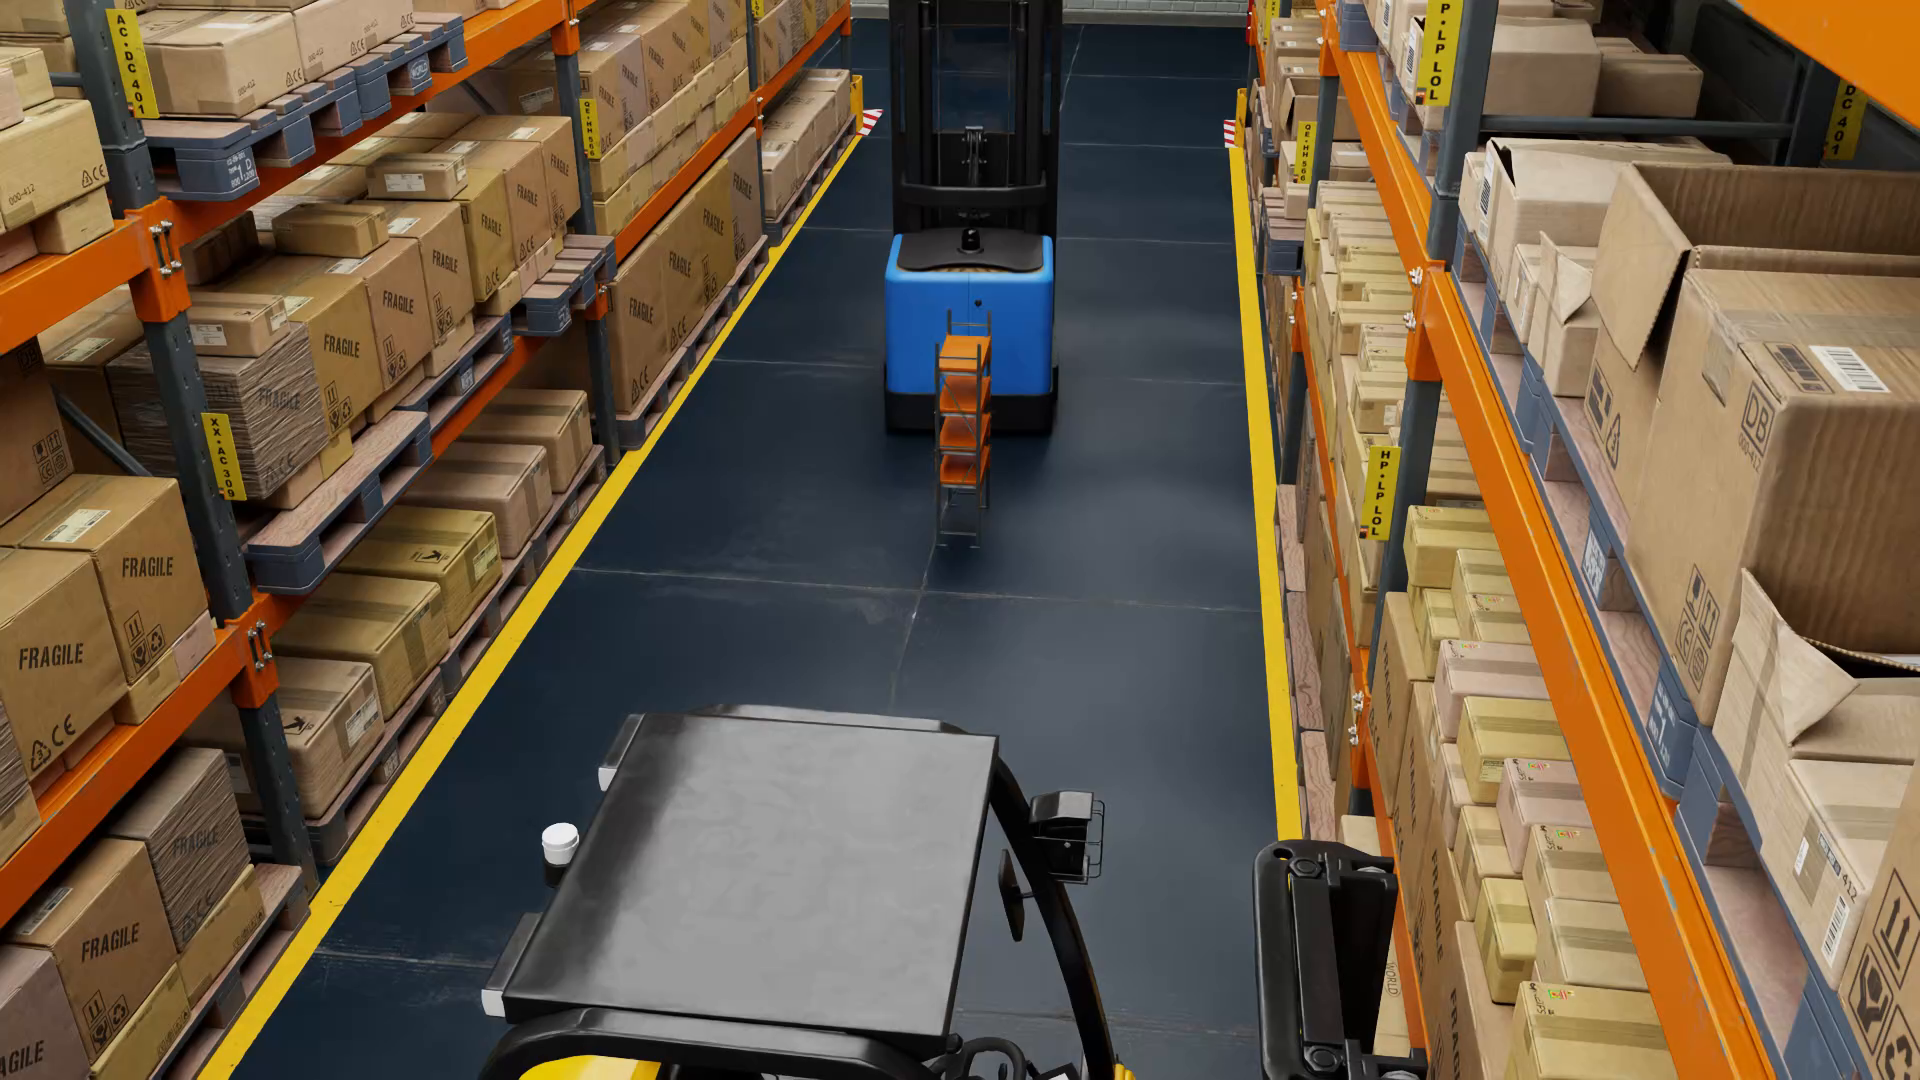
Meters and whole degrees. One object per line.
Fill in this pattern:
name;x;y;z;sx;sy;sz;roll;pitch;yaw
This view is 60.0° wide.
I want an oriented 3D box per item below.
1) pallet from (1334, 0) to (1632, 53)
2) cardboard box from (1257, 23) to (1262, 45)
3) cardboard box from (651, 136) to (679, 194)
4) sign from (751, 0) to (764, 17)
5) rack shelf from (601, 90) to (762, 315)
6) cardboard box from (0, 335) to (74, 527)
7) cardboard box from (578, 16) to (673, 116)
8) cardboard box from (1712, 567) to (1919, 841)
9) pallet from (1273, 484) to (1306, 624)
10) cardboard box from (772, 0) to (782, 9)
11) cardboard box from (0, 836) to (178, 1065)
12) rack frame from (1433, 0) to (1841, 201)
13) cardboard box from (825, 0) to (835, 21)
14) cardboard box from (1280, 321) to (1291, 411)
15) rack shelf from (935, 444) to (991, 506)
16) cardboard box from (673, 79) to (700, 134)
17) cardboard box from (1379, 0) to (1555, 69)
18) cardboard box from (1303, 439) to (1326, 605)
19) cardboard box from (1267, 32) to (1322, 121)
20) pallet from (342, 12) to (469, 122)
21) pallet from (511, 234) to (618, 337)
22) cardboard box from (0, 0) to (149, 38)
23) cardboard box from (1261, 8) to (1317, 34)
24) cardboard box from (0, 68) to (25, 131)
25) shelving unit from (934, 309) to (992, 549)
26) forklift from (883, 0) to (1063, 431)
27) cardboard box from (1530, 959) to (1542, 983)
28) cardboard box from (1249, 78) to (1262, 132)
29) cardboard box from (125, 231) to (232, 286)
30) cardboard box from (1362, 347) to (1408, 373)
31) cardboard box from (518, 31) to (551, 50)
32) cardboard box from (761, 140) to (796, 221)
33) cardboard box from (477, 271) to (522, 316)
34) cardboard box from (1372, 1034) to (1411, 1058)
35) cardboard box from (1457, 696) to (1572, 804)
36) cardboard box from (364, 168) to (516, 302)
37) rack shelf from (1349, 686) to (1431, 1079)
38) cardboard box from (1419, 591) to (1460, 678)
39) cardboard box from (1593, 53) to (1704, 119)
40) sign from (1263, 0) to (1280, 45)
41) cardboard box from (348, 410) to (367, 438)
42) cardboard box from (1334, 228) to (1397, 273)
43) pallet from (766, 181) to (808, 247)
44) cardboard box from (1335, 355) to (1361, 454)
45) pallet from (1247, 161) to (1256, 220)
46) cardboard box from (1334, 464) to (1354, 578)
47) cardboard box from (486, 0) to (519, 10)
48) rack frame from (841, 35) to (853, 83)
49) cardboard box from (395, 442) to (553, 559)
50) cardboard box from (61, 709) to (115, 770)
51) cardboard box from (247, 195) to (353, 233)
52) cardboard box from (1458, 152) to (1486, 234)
pallet;2.357;-2.439;7.652;1.213;0.211;1.003;5;29;9
cardboard box;2.811;-4.439;14.593;0.380;0.149;0.250;3;28;5
cardboard box;-2.151;-2.452;10.798;0.500;0.250;0.500;4;29;8
sign;-1.546;-4.144;12.642;0.100;0.325;0.005;3;28;6
rack shelf;-2.331;-2.438;11.371;1.077;0.370;4.000;3;28;6
cardboard box;-3.335;-0.351;5.266;0.700;0.500;0.500;3;28;6
cardboard box;-2.143;-2.992;10.482;0.500;0.500;0.500;4;29;8
cardboard box;1.202;0.222;2.107;0.396;0.266;0.258;3;29;6
pallet;2.211;0.086;8.867;1.003;0.211;1.213;3;28;6
cardboard box;-1.719;-4.628;13.518;0.500;0.500;0.500;3;28;6
cardboard box;-2.933;1.299;5.343;0.500;0.500;0.500;4;29;7
rack frame;1.861;-2.285;4.003;1.000;3.000;0.127;3;28;6
cardboard box;-1.468;-5.145;15.533;0.500;0.500;0.500;3;28;5
cardboard box;2.261;-1.058;10.243;0.500;0.500;0.500;3;28;5
rack shelf;0.020;-0.372;9.236;0.258;0.148;0.480;3;28;6
cardboard box;-2.056;-2.907;11.114;0.500;0.250;0.500;4;29;7
cardboard box;1.802;-1.870;5.942;0.500;0.311;0.500;2;28;4
cardboard box;2.189;-0.065;8.269;0.875;0.625;0.625;4;29;8
cardboard box;2.496;-3.180;11.442;0.700;0.500;0.500;4;29;7
pallet;-2.761;-1.941;6.726;1.213;0.211;1.003;3;28;6
pallet;-2.557;-1.387;8.865;1.213;0.211;1.003;3;28;6
cardboard box;-3.121;-1.870;5.584;0.500;0.250;0.500;4;29;7
cardboard box;2.846;-4.441;14.176;0.500;0.250;0.500;3;28;5
cardboard box;-2.844;-1.203;4.581;0.380;0.149;0.250;3;28;5
shelving unit;0.020;-0.606;9.110;0.258;1.200;0.503;3;28;6
forklift;0.109;-2.632;11.045;1.130;2.935;3.031;1;28;2
cardboard box;1.388;1.013;3.419;0.380;0.149;0.250;3;28;6
cardboard box;3.162;-4.096;15.879;0.797;0.503;0.637;2;28;4
cardboard box;-3.162;-1.131;6.642;0.380;0.149;0.250;3;28;5
cardboard box;1.773;-0.633;6.473;0.380;0.149;0.250;3;28;5
cardboard box;-2.717;-2.798;10.122;0.500;0.500;0.500;4;29;7
cardboard box;-1.902;-3.042;13.993;0.875;0.438;0.875;3;28;5
cardboard box;-2.388;-1.220;8.173;0.380;0.149;0.250;4;29;7
cardboard box;1.368;1.626;4.471;0.500;0.250;0.500;4;29;8
cardboard box;1.424;0.516;4.026;0.380;0.149;0.250;3;28;5
cardboard box;-2.469;-1.461;7.938;0.500;0.500;0.500;1;28;3
rack shelf;1.616;1.614;3.849;1.077;0.370;4.000;3;28;6
cardboard box;1.531;0.283;4.772;0.380;0.149;0.250;4;29;7
cardboard box;2.160;-1.471;5.371;0.380;0.149;0.250;3;28;6
sign;2.302;-3.819;12.263;0.100;0.325;0.005;3;28;6
cardboard box;-2.686;-0.501;6.840;0.380;0.149;0.250;5;29;9
cardboard box;1.963;-1.351;7.806;0.380;0.149;0.250;4;29;7
pallet;-1.915;-2.822;14.266;1.003;0.211;1.213;3;28;6
cardboard box;1.792;-0.527;6.696;0.500;0.250;0.500;4;29;7
pallet;3.073;-3.081;14.746;1.003;0.211;1.213;3;28;6
cardboard box;1.719;-0.067;6.370;0.500;0.250;0.500;3;28;6
cardboard box;-2.428;-2.745;8.285;0.380;0.149;0.250;3;28;6
rack frame;-1.596;-5.579;16.443;1.000;3.000;0.127;3;28;6
cardboard box;-2.737;-0.228;8.839;0.950;0.372;0.625;3;28;5
cardboard box;-2.936;0.585;5.266;0.380;0.149;0.250;3;29;6
cardboard box;-3.045;-1.244;7.534;0.500;0.500;0.500;2;28;4
cardboard box;1.504;-0.889;4.292;0.380;0.149;0.250;4;29;7
